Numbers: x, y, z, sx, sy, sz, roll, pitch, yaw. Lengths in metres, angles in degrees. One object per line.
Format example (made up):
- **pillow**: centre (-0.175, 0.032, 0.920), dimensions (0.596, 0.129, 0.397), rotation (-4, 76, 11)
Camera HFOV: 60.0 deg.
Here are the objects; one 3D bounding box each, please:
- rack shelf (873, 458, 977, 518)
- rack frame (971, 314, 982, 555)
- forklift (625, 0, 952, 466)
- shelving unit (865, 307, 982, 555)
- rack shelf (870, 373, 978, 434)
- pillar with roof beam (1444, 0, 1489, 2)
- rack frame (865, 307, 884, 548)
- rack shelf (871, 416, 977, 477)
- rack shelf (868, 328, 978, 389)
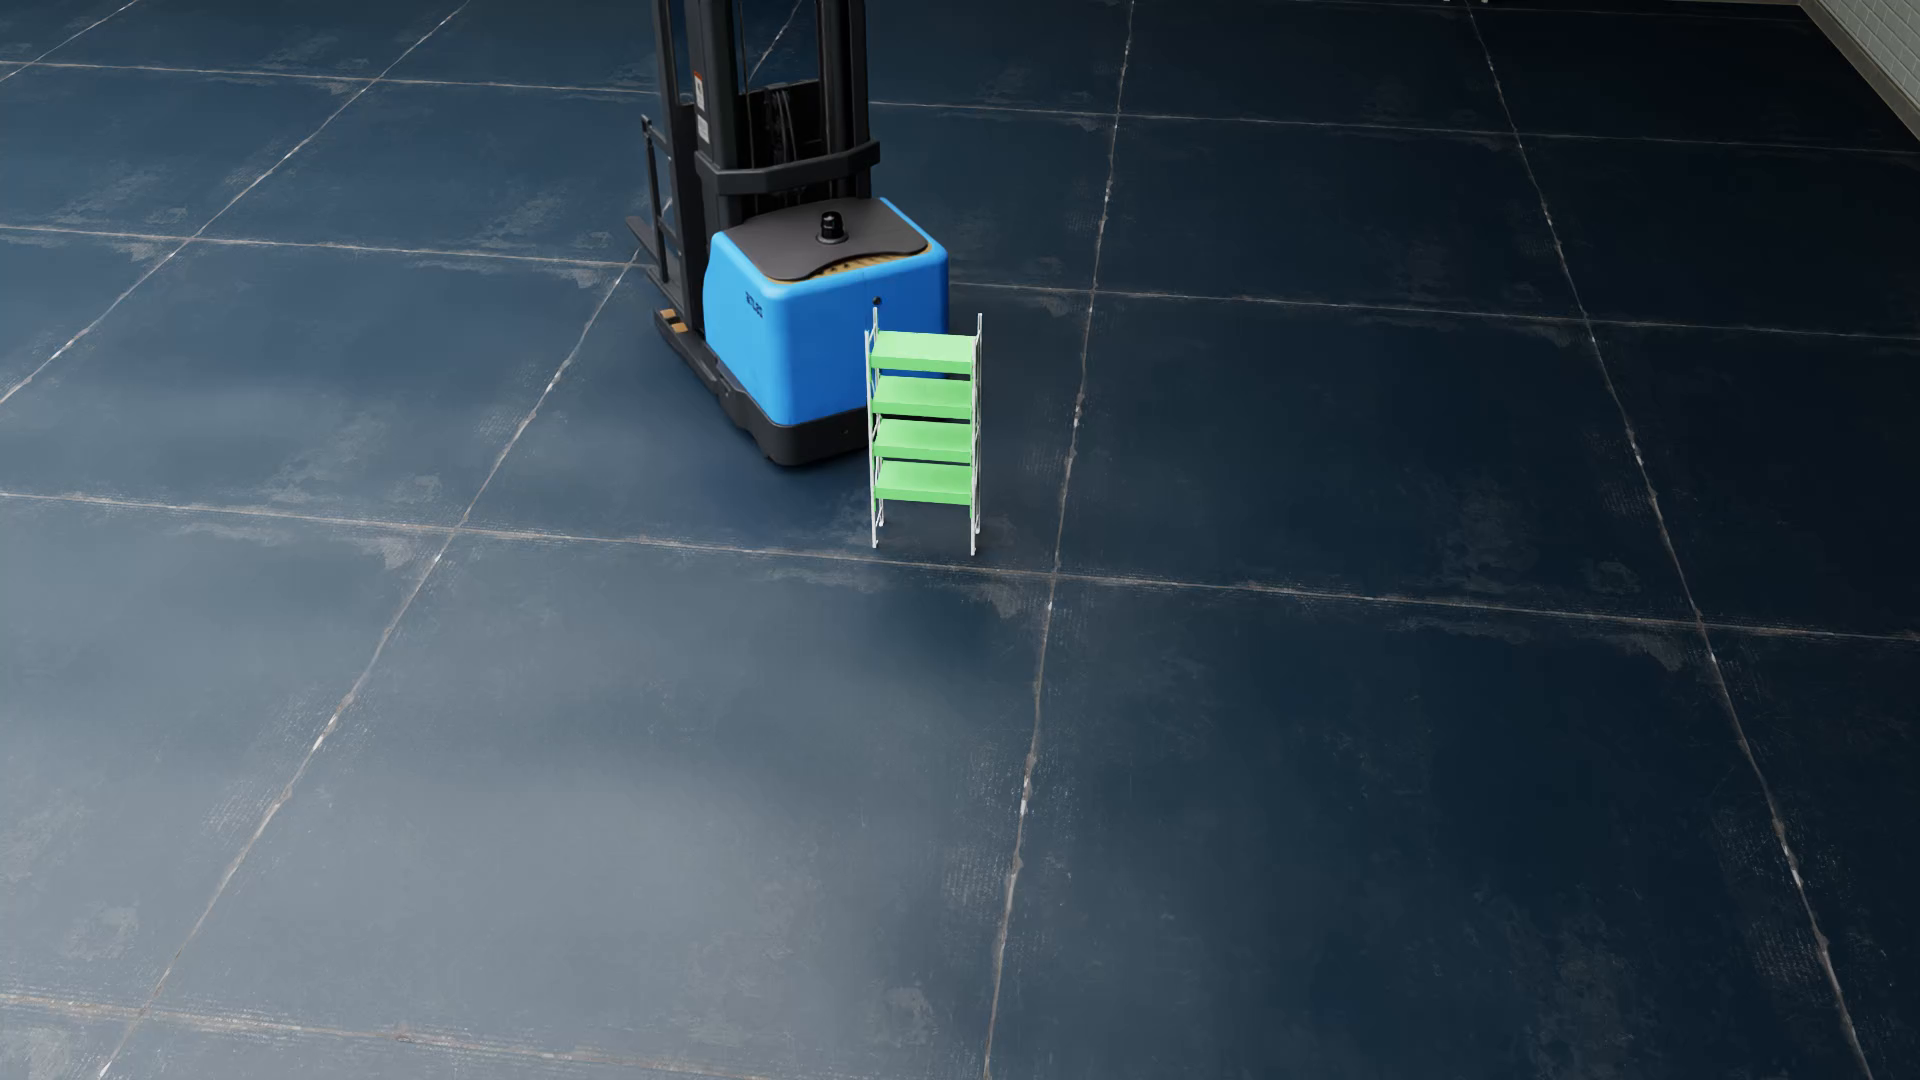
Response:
- **rack shelf**: centre (-0.164, -0.253, 8.095), dimensions (0.480, 0.148, 0.258), rotation (4, 36, 6)
- **rack frame**: centre (0.078, -0.483, 7.893), dimensions (0.015, 1.200, 0.240), rotation (4, 36, 6)
- **forklift**: centre (-1.173, -2.419, 9.116), dimensions (1.130, 2.935, 3.031), rotation (-17, 39, -22)
- **shelving unit**: centre (-0.164, -0.501, 7.919), dimensions (0.503, 1.200, 0.258), rotation (4, 36, 6)
- **rack shelf**: centre (-0.164, -0.644, 7.816), dimensions (0.480, 0.148, 0.258), rotation (4, 36, 6)
- **pillar with roof beam**: centre (4.068, -6.162, 9.137), dimensions (0.400, 9.000, 9.100), rotation (4, 36, 6)
- **rack frame**: centre (-0.406, -0.519, 7.944), dimensions (0.015, 1.200, 0.240), rotation (4, 36, 6)
- **rack shelf**: centre (-0.164, -0.449, 7.956), dimensions (0.480, 0.148, 0.258), rotation (4, 36, 6)
- **rack shelf**: centre (-0.164, -0.839, 7.677), dimensions (0.480, 0.148, 0.258), rotation (4, 36, 6)
